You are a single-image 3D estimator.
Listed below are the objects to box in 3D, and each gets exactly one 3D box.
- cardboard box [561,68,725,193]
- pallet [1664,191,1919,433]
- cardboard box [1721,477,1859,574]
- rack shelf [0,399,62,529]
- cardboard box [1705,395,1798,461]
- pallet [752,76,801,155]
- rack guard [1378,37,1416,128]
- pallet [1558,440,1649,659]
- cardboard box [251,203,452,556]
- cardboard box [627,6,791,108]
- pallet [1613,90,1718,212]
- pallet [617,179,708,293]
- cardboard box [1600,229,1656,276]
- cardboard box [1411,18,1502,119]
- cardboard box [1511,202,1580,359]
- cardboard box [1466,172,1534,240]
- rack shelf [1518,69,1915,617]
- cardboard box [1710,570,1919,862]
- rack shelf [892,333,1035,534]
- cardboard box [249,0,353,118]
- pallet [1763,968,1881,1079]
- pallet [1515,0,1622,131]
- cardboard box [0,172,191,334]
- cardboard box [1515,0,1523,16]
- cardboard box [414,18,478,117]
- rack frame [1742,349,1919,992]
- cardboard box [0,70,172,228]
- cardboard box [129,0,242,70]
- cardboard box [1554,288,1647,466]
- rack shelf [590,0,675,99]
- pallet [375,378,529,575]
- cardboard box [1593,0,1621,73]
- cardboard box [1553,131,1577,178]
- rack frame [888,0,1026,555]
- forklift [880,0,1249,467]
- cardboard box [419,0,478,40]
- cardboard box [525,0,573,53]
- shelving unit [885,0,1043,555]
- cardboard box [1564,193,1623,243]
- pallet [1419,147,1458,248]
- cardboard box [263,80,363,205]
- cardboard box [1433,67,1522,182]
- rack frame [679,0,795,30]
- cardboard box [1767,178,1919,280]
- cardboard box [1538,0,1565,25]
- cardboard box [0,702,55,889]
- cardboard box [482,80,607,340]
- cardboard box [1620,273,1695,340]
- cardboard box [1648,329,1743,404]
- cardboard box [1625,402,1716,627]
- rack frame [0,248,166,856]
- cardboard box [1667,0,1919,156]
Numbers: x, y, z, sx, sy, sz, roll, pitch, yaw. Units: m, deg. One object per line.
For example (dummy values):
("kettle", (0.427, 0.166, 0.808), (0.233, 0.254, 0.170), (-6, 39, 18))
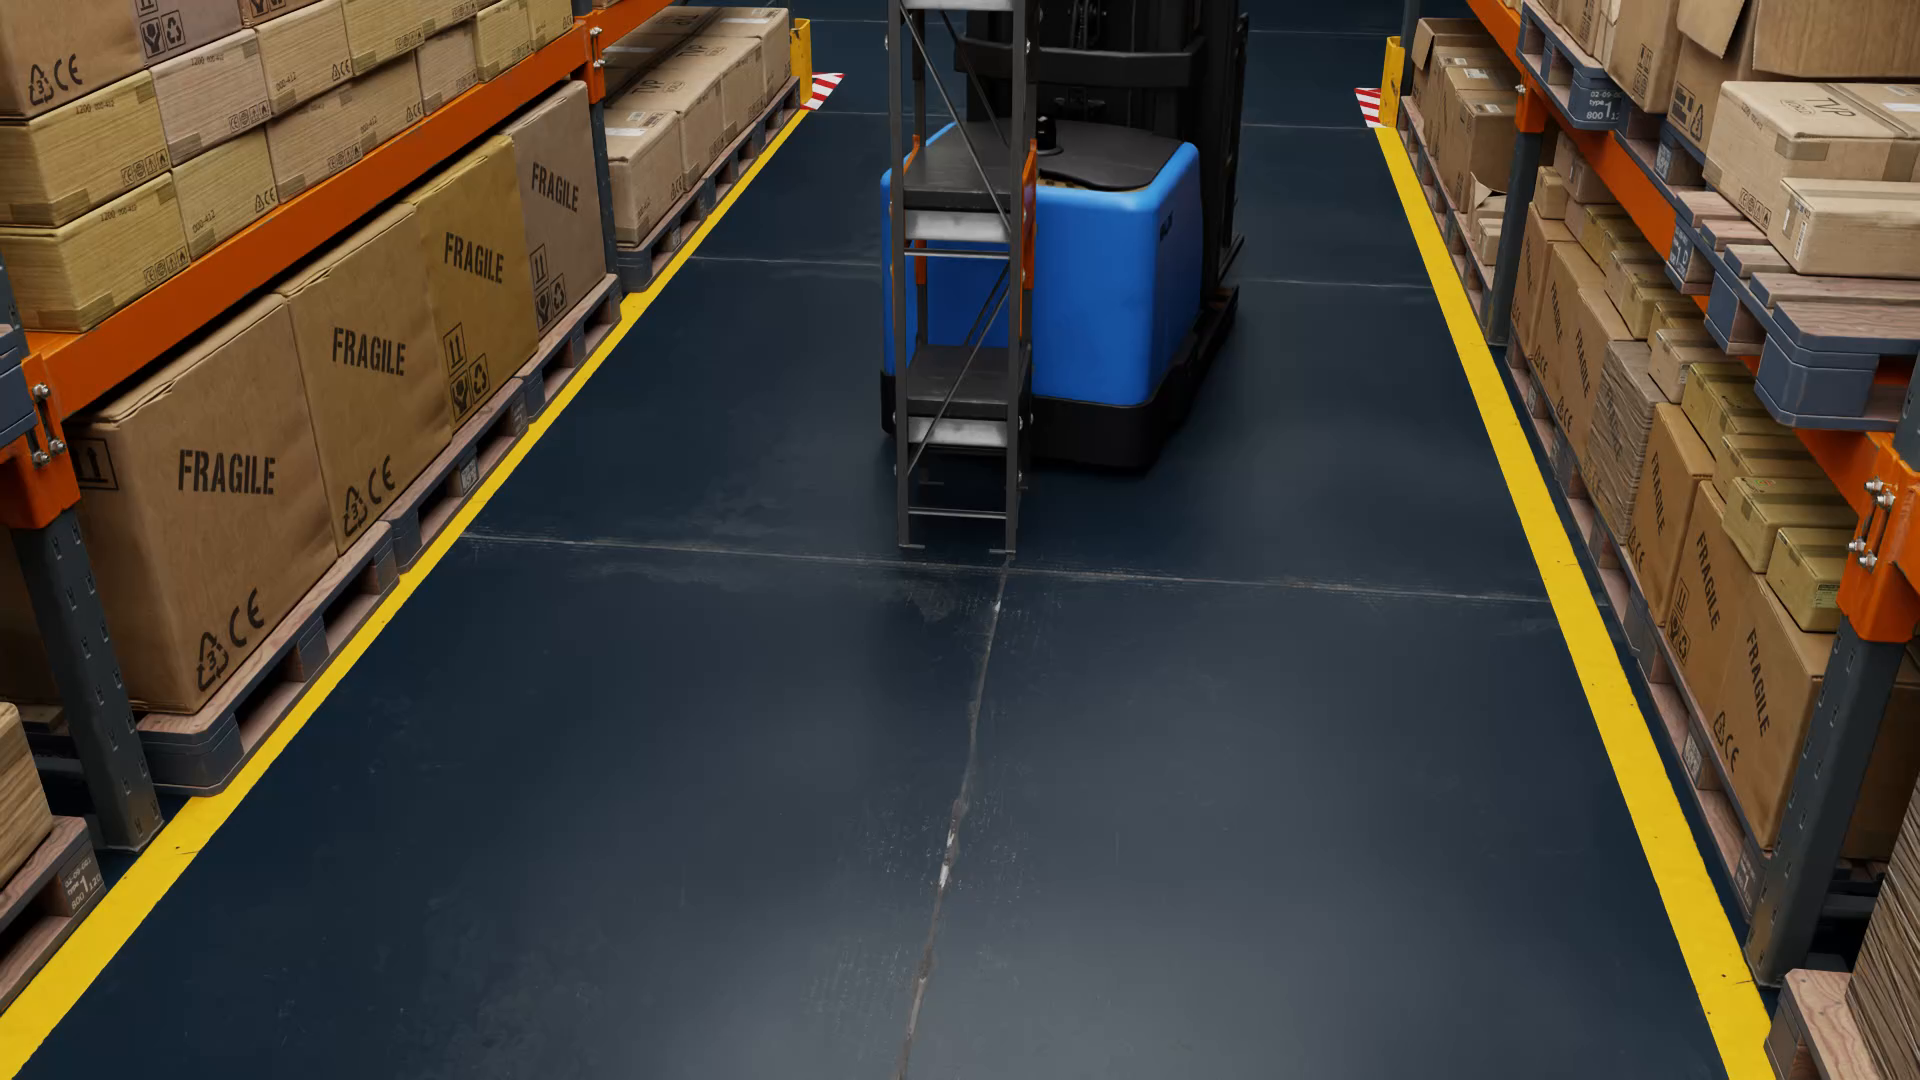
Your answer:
("cardboard box", (-1.804, -2.223, 8.972), (0.875, 0.438, 0.875), (3, 28, 5))
("pallet", (2.353, -0.524, 3.763), (1.213, 0.211, 1.003), (3, 28, 6))
("cardboard box", (2.152, -0.033, 4.158), (0.380, 0.149, 0.250), (2, 28, 4))
("rack shelf", (-2.832, 0.686, 2.073), (1.077, 0.370, 4.000), (3, 28, 6))
("cardboard box", (2.305, -0.276, 4.609), (0.380, 0.149, 0.250), (4, 29, 8))
("pallet", (-1.627, -2.730, 10.594), (1.003, 0.211, 1.213), (3, 28, 6))
("rack guard", (3.311, -2.915, 10.634), (1.175, 0.500, 0.348), (3, 28, 6))
("pallet", (2.621, 0.020, 5.490), (1.003, 0.211, 1.213), (3, 28, 6))
("cardboard box", (-2.306, -0.562, 5.428), (0.875, 0.875, 0.875), (4, 29, 7))
("cardboard box", (-1.588, -3.079, 10.560), (0.875, 0.438, 0.875), (2, 28, 4))
("pallet", (2.573, -1.117, 4.863), (1.003, 0.211, 1.213), (3, 28, 6))
("pallet", (-1.926, -1.581, 8.462), (1.003, 0.211, 1.213), (3, 28, 6))
("cardboard box", (2.524, -0.999, 5.951), (0.380, 0.149, 0.250), (3, 28, 5))
("cardboard box", (3.151, -2.855, 10.076), (0.797, 0.503, 0.637), (2, 28, 4))
("cardboard box", (2.547, -1.038, 6.707), (0.500, 0.500, 0.500), (5, 29, 8))
("cardboard box", (2.650, -1.597, 7.992), (0.396, 0.266, 0.258), (4, 29, 8))
("rack shelf", (2.585, -0.910, 5.036), (1.077, 0.370, 4.000), (3, 28, 6))
("cardboard box", (2.178, 0.418, 4.004), (0.500, 0.500, 0.500), (4, 29, 8))
("rack shelf", (0.020, -0.374, 5.735), (0.431, 0.518, 0.480), (3, 28, 6))
("cardboard box", (-2.142, -1.428, 4.868), (0.500, 0.250, 0.500), (3, 28, 6))
("pallet", (2.200, 1.327, 3.064), (1.003, 0.211, 1.213), (3, 28, 6))
("pallet", (2.624, -1.714, 5.972), (1.003, 0.211, 1.213), (3, 28, 6))
("cardboard box", (-2.277, -0.722, 4.086), (0.500, 0.250, 0.500), (3, 28, 5))
("cardboard box", (2.629, -2.347, 7.208), (0.380, 0.149, 0.250), (4, 29, 8))
("cardboard box", (-2.046, -1.687, 5.878), (0.500, 0.250, 0.500), (3, 28, 5))
("rack frame", (2.340, -0.286, 3.118), (1.000, 3.000, 0.127), (3, 28, 6))
("cardboard box", (-2.280, -0.951, 3.983), (0.500, 0.250, 0.500), (3, 28, 6))
("cardboard box", (-2.233, -1.509, 4.228), (0.500, 0.500, 0.500), (3, 29, 6))
("cardboard box", (2.426, -0.552, 5.806), (0.500, 0.500, 0.500), (3, 28, 5))
("rack shelf", (-1.852, -3.080, 9.063), (1.077, 0.370, 4.000), (3, 28, 6))
("pallet", (-2.264, -0.284, 6.055), (1.003, 0.211, 1.213), (3, 28, 6))
("cardboard box", (2.279, -1.663, 5.372), (0.396, 0.266, 0.258), (5, 29, 9))
("cardboard box", (2.582, -1.513, 6.590), (0.380, 0.149, 0.250), (3, 28, 5))
("rack frame", (-0.010, -0.887, 5.183), (0.400, 2.100, 0.015), (3, 28, 6))
("forklift", (0.637, -2.240, 6.817), (1.130, 2.935, 3.031), (9, 30, 16))
("cardboard box", (-2.021, -1.908, 5.760), (0.500, 0.250, 0.500), (4, 29, 7))
("cardboard box", (-1.902, -2.163, 6.761), (0.500, 0.250, 0.500), (3, 28, 5))
("shelving unit", (0.020, -1.002, 5.397), (0.431, 2.100, 0.503), (3, 28, 6))
("cardboard box", (2.565, -1.250, 6.417), (0.380, 0.149, 0.250), (3, 28, 5))
("pallet", (3.062, -1.840, 8.943), (1.003, 0.211, 1.213), (3, 28, 6))
("cardboard box", (-2.162, -1.211, 4.994), (0.500, 0.250, 0.500), (4, 29, 8))
("cardboard box", (2.844, -2.210, 8.883), (0.500, 0.500, 0.500), (4, 29, 7))
("rack frame", (-1.607, -4.338, 10.640), (1.000, 3.000, 0.127), (3, 28, 6))
("cardboard box", (2.039, -0.691, 3.693), (0.380, 0.149, 0.250), (4, 29, 7))
("cardboard box", (2.549, -2.183, 6.091), (0.700, 0.500, 0.500), (4, 29, 7))
("cardboard box", (-2.666, 0.665, 3.681), (0.950, 0.372, 0.625), (1, 28, 3))
("cardboard box", (-2.093, -1.408, 6.999), (0.875, 0.875, 0.875), (4, 29, 8))
("cardboard box", (2.424, -0.767, 5.520), (0.380, 0.149, 0.250), (4, 29, 8))
("cardboard box", (2.339, -0.525, 5.071), (0.380, 0.149, 0.250), (2, 28, 4))
("cardboard box", (2.311, -0.063, 4.897), (0.500, 0.500, 0.500), (5, 29, 8))
("rack frame", (-2.587, -0.572, 3.650), (1.000, 3.000, 0.127), (3, 28, 6))
("cardboard box", (2.356, -1.295, 4.440), (0.797, 0.503, 0.637), (3, 28, 5))
